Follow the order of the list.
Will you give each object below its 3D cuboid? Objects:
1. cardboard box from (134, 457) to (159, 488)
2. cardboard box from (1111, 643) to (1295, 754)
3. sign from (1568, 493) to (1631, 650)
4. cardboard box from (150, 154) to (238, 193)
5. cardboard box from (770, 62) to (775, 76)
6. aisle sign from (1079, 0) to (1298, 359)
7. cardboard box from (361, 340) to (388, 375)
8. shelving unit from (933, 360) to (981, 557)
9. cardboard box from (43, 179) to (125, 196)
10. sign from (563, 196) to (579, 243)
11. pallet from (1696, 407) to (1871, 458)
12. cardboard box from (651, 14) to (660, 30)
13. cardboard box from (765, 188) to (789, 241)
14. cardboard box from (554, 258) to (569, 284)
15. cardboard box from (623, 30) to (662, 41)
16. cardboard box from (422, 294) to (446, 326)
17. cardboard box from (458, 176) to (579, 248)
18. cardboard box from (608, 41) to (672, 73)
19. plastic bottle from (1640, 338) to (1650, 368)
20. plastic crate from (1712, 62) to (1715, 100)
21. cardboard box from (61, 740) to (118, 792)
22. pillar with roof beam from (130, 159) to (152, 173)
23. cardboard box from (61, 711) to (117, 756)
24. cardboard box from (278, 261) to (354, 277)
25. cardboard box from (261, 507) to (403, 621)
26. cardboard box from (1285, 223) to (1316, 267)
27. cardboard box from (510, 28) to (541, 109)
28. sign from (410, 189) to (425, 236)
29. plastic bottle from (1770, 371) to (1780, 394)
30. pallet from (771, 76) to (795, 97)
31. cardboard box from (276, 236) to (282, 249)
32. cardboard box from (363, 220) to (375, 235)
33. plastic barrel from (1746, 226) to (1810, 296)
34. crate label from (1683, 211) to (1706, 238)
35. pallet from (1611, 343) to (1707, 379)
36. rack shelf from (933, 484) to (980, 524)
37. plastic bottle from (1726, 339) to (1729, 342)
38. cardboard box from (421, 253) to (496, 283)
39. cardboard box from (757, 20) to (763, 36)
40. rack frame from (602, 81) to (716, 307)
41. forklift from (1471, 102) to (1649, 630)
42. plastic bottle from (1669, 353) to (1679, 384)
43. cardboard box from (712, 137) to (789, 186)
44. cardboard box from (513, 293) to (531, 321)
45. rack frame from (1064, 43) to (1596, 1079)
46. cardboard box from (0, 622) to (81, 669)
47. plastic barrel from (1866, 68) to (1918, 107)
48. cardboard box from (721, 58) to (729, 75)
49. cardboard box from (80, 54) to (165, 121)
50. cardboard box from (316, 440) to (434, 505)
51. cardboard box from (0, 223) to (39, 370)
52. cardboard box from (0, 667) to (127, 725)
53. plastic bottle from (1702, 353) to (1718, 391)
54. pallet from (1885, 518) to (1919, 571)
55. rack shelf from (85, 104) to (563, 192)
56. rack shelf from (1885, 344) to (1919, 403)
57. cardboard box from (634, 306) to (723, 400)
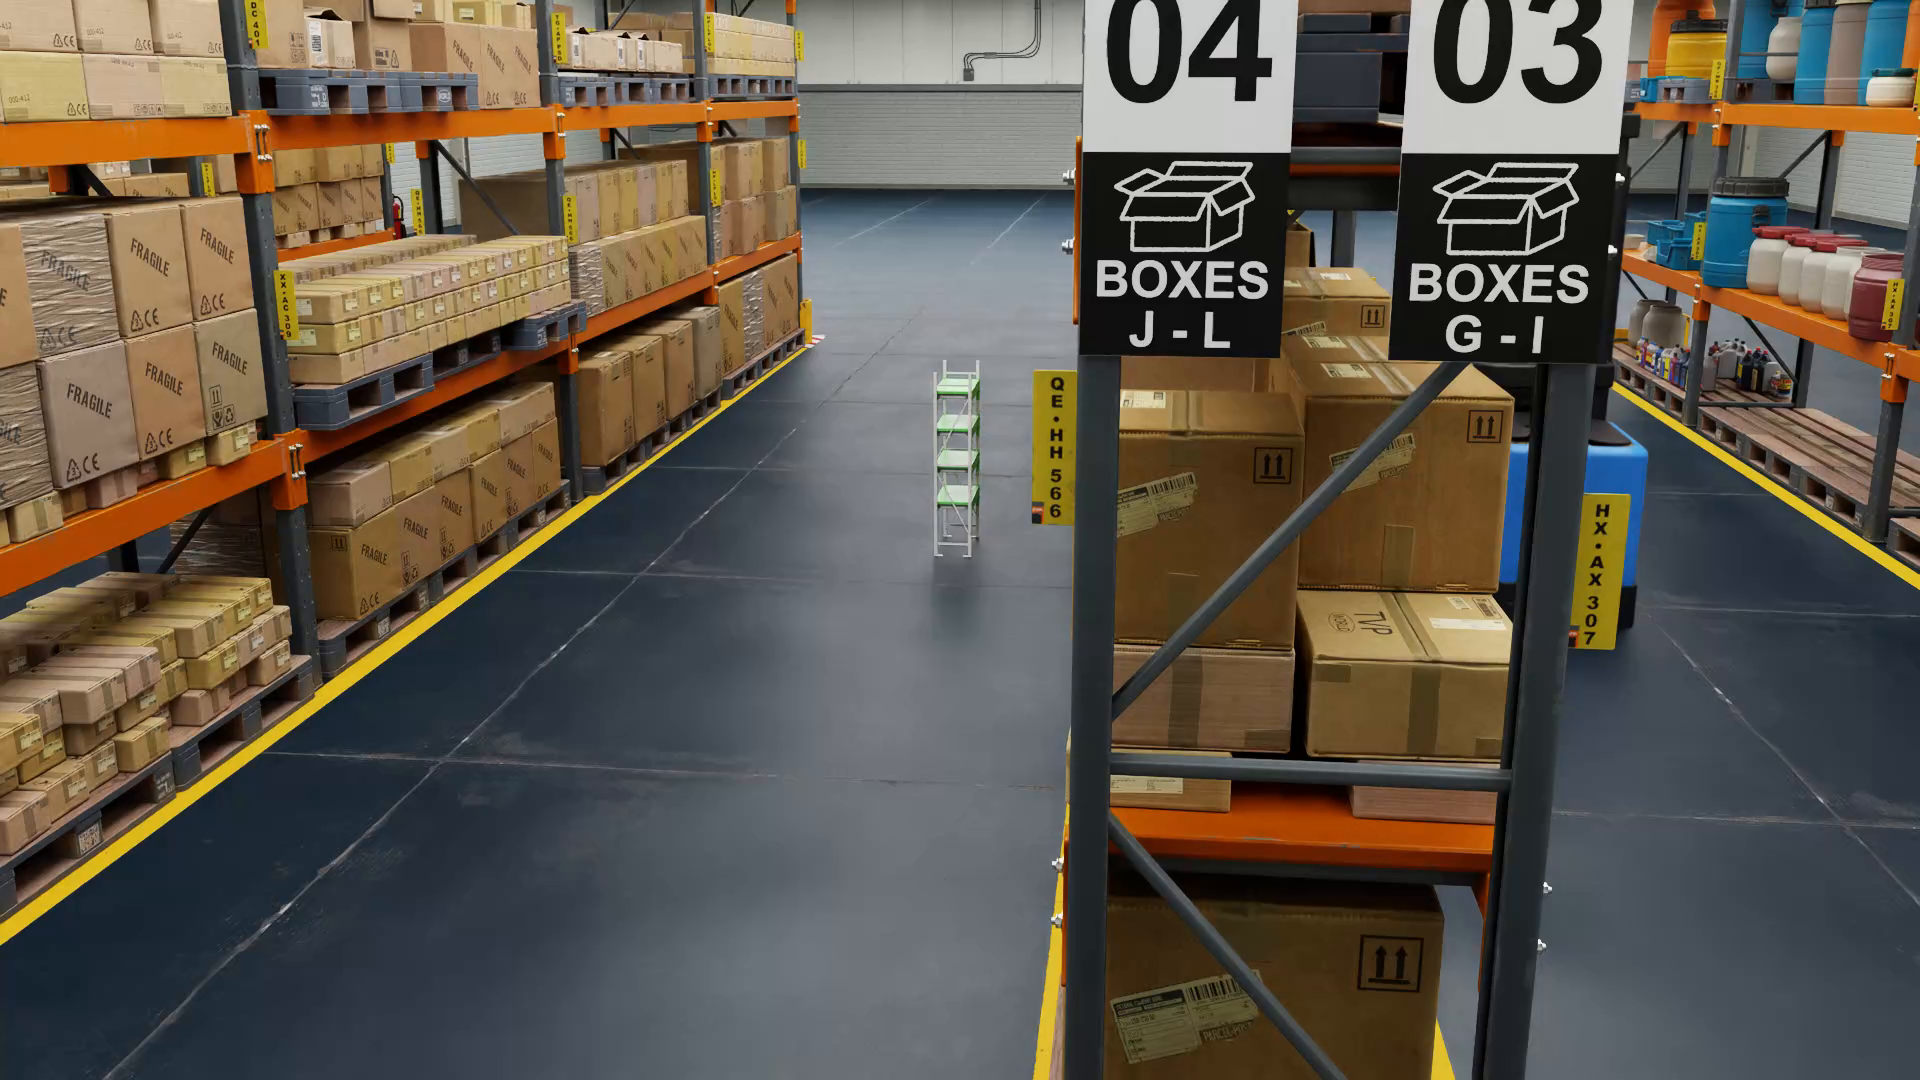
[{"bbox_3d":[-3.635,-0.302,7.012,0.380,0.149,0.250,1,15,5],"label":"cardboard box"},{"bbox_3d":[0.529,0.299,4.028,0.500,0.250,0.500,1,15,5],"label":"cardboard box"},{"bbox_3d":[1.289,0.065,3.364,0.100,0.325,0.005,2,15,6],"label":"sign"},{"bbox_3d":[-7.490,-3.683,16.359,0.700,0.500,0.500,2,15,6],"label":"cardboard box"},{"bbox_3d":[-2.189,-5.036,17.778,0.380,0.149,0.250,1,15,5],"label":"cardboard box"},{"bbox_3d":[0.432,-0.742,3.178,0.394,0.787,0.004,2,15,6],"label":"aisle sign"},{"bbox_3d":[-3.201,-0.948,8.600,0.380,0.149,0.250,2,15,7],"label":"cardboard box"},{"bbox_3d":[-0.019,-0.536,10.847,0.258,1.200,0.503,2,15,6],"label":"shelving unit"},{"bbox_3d":[-7.698,-2.906,14.598,0.500,0.500,0.500,2,15,8],"label":"cardboard box"},{"bbox_3d":[-2.736,-2.251,11.673,0.100,0.325,0.005,2,15,6],"label":"sign"},{"bbox_3d":[6.963,-0.912,14.131,1.003,0.211,1.213,2,15,6],"label":"pallet"},{"bbox_3d":[-3.072,-4.914,15.798,0.380,0.149,0.250,2,15,6],"label":"cardboard box"},{"bbox_3d":[-2.411,-3.650,18.627,0.875,0.550,0.550,2,15,6],"label":"cardboard box"},{"bbox_3d":[-2.880,-1.827,11.280,0.380,0.149,0.250,2,15,7],"label":"cardboard box"},{"bbox_3d":[-3.024,-4.687,15.722,0.500,0.250,0.500,2,15,6],"label":"cardboard box"},{"bbox_3d":[-3.113,-1.292,9.299,0.380,0.149,0.250,2,15,9],"label":"cardboard box"},{"bbox_3d":[-3.216,-2.391,12.150,0.700,0.500,0.500,2,15,6],"label":"cardboard box"},{"bbox_3d":[-2.746,-4.081,14.053,0.500,0.250,0.500,2,15,6],"label":"cardboard box"},{"bbox_3d":[6.907,-1.882,16.738,0.061,0.283,0.133,2,15,7],"label":"plastic bottle"},{"bbox_3d":[7.549,-4.437,16.109,0.392,0.384,0.575,2,15,6],"label":"plastic crate"},{"bbox_3d":[-3.646,0.913,6.696,0.380,0.149,0.250,2,15,7],"label":"cardboard box"},{"bbox_3d":[-8.255,-8.255,24.450,9.100,9.000,0.400,2,15,6],"label":"pillar with roof beam"},{"bbox_3d":[-3.664,0.753,6.718,0.380,0.149,0.250,1,15,4],"label":"cardboard box"},{"bbox_3d":[-3.728,-1.523,9.584,0.380,0.149,0.250,1,15,4],"label":"cardboard box"},{"bbox_3d":[-3.381,0.114,8.979,0.500,0.500,0.500,2,15,8],"label":"cardboard box"},{"bbox_3d":[1.253,-1.232,7.860,0.797,0.503,0.637,1,15,5],"label":"cardboard box"},{"bbox_3d":[-3.088,-3.084,10.884,0.500,0.500,0.500,2,15,6],"label":"cardboard box"},{"bbox_3d":[-3.828,-2.318,11.770,0.100,0.325,0.005,2,15,6],"label":"sign"},{"bbox_3d":[7.508,-1.447,15.285,0.097,0.201,0.097,0,15,0],"label":"plastic bottle"},{"bbox_3d":[-2.447,-5.031,18.445,1.003,0.211,1.213,2,15,6],"label":"pallet"},{"bbox_3d":[-7.362,-3.122,17.442,0.380,0.149,0.250,2,15,6],"label":"cardboard box"},{"bbox_3d":[-7.051,-3.645,19.375,0.380,0.149,0.250,2,15,6],"label":"cardboard box"},{"bbox_3d":[6.687,-2.287,13.613,0.433,0.535,0.433,0,15,0],"label":"plastic barrel"},{"bbox_3d":[7.526,-3.032,16.561,0.502,0.435,0.616,2,15,6],"label":"crate label"},{"bbox_3d":[7.406,-1.923,17.868,1.003,0.211,1.213,2,15,6],"label":"pallet"},{"bbox_3d":[-0.019,-0.243,10.926,0.258,0.148,0.480,2,15,6],"label":"rack shelf"},{"bbox_3d":[7.698,-1.881,16.735,0.061,0.283,0.133,2,15,8],"label":"plastic bottle"},{"bbox_3d":[-3.024,-1.636,10.004,0.380,0.149,0.250,2,15,9],"label":"cardboard box"},{"bbox_3d":[-2.246,-5.288,17.184,0.380,0.149,0.250,2,15,7],"label":"cardboard box"},{"bbox_3d":[-2.825,-2.781,15.701,1.000,3.000,0.127,2,15,6],"label":"rack frame"},{"bbox_3d":[3.378,-1.263,10.216,1.130,2.935,3.031,2,15,8],"label":"forklift"},{"bbox_3d":[6.798,-1.633,15.815,0.061,0.283,0.133,3,15,10],"label":"plastic bottle"},{"bbox_3d":[-2.454,-4.317,19.025,0.875,0.550,0.550,2,15,6],"label":"cardboard box"},{"bbox_3d":[-2.965,-1.488,10.595,0.380,0.149,0.250,1,15,6],"label":"cardboard box"},{"bbox_3d":[0.738,0.503,3.554,1.000,3.000,0.127,2,15,6],"label":"rack frame"},{"bbox_3d":[-4.049,0.468,7.201,0.380,0.149,0.250,1,15,5],"label":"cardboard box"},{"bbox_3d":[6.474,-3.143,11.559,0.301,0.262,0.301,0,15,0],"label":"plastic barrel"},{"bbox_3d":[-2.419,-4.511,15.835,0.380,0.149,0.250,2,15,6],"label":"cardboard box"},{"bbox_3d":[-3.583,-1.817,6.678,0.500,0.250,0.500,2,15,6],"label":"cardboard box"},{"bbox_3d":[-3.324,-0.386,9.392,0.500,0.250,0.500,2,15,8],"label":"cardboard box"},{"bbox_3d":[-3.679,-0.850,5.880,0.500,0.500,0.500,1,15,4],"label":"cardboard box"},{"bbox_3d":[-3.583,0.620,6.638,0.380,0.149,0.250,1,15,4],"label":"cardboard box"},{"bbox_3d":[6.943,-1.568,15.446,0.144,0.351,0.185,2,15,6],"label":"plastic bottle"},{"bbox_3d":[6.514,0.126,10.291,1.003,0.211,1.213,2,15,6],"label":"pallet"},{"bbox_3d":[-3.502,-2.326,9.648,1.077,0.370,4.000,2,15,6],"label":"rack shelf"},{"bbox_3d":[6.336,-0.560,8.863,1.077,0.370,4.000,2,15,6],"label":"rack shelf"},{"bbox_3d":[-2.806,-1.734,15.334,1.050,0.750,0.750,2,15,6],"label":"cardboard box"}]
